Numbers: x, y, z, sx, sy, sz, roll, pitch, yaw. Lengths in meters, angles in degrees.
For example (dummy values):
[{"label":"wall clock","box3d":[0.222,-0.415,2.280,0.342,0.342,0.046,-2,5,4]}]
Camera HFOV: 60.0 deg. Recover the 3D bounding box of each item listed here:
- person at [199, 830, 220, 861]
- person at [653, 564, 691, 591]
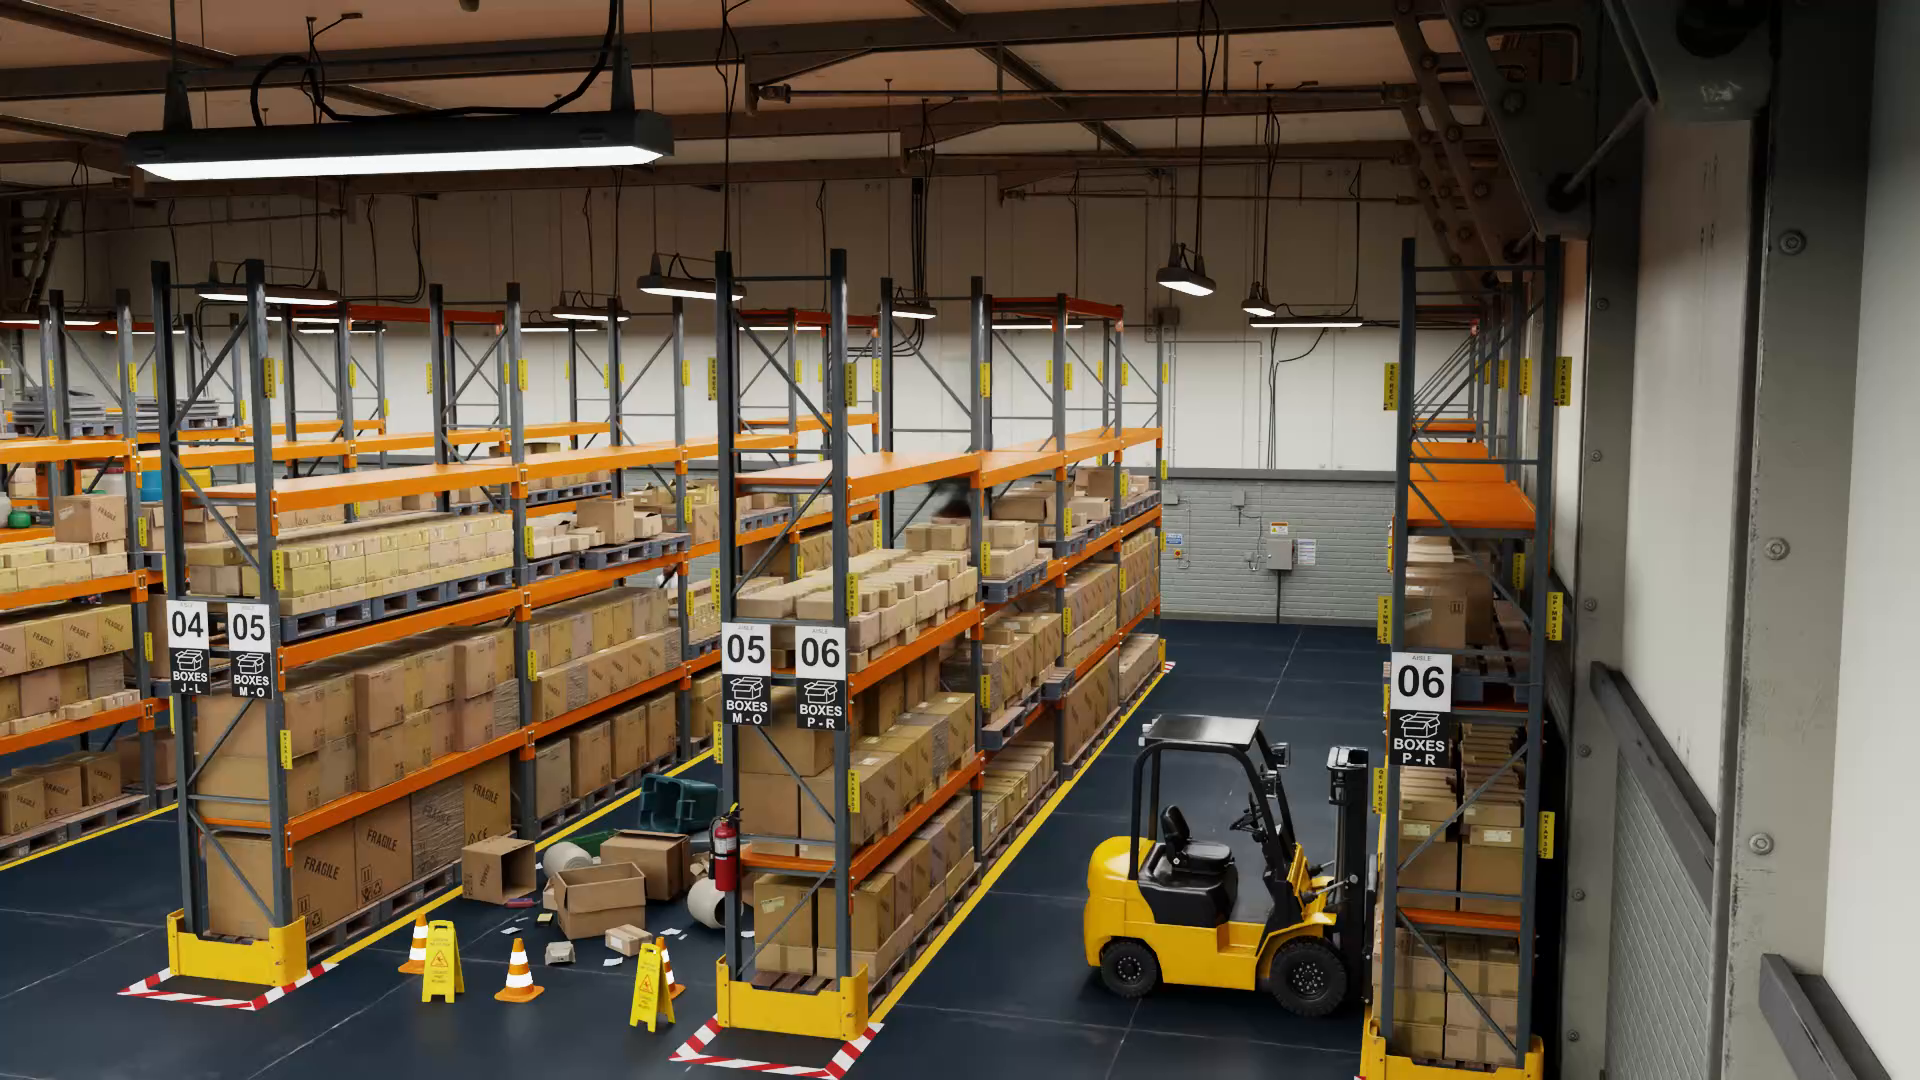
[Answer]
[{"label":"person","box3d":[-7.214,2.650,16.156,0.668,1.628,0.506,2,6,19]},{"label":"person","box3d":[-5.133,1.170,29.831,0.734,1.688,0.605,0,6,-2]}]
